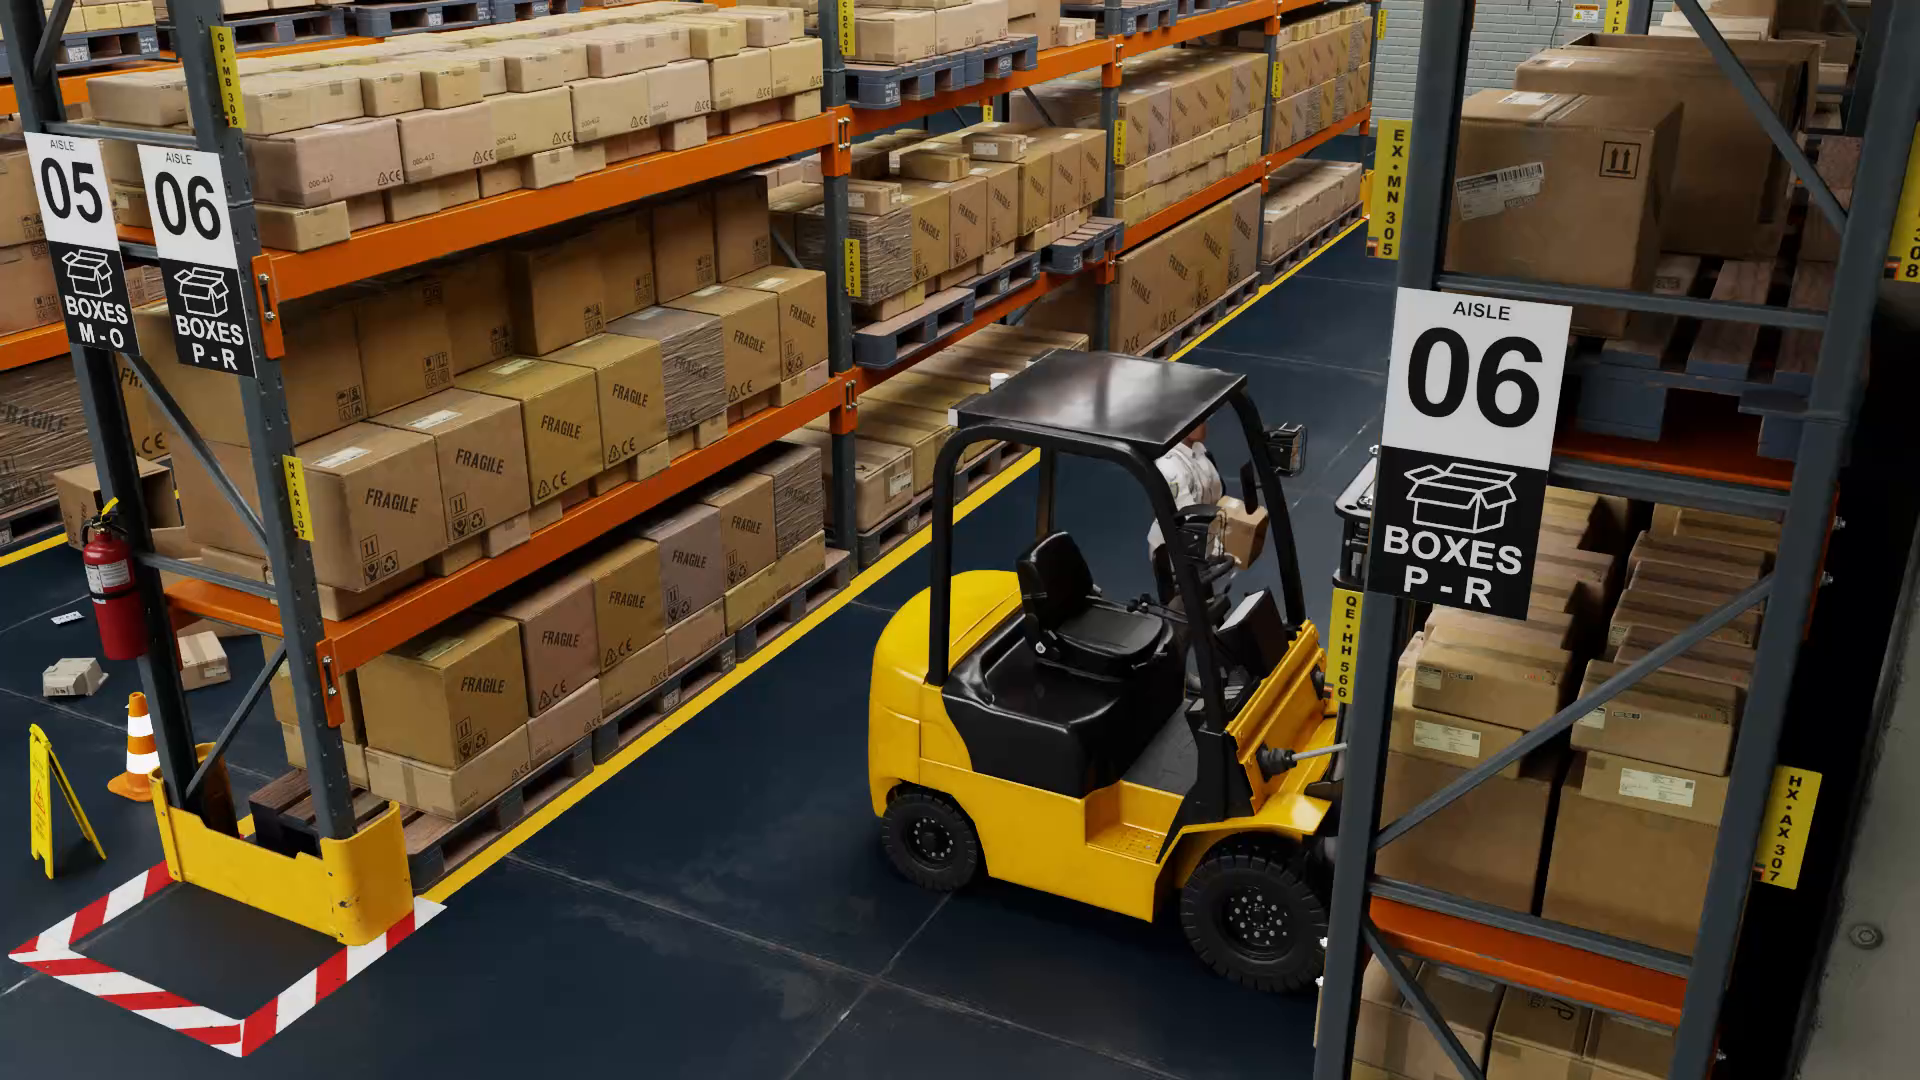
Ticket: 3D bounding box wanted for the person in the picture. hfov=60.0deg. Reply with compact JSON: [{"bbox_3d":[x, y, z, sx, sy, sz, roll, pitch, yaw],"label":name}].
[{"bbox_3d":[1.208,0.063,8.418,0.530,1.691,0.446,11,25,24],"label":"person"}]
